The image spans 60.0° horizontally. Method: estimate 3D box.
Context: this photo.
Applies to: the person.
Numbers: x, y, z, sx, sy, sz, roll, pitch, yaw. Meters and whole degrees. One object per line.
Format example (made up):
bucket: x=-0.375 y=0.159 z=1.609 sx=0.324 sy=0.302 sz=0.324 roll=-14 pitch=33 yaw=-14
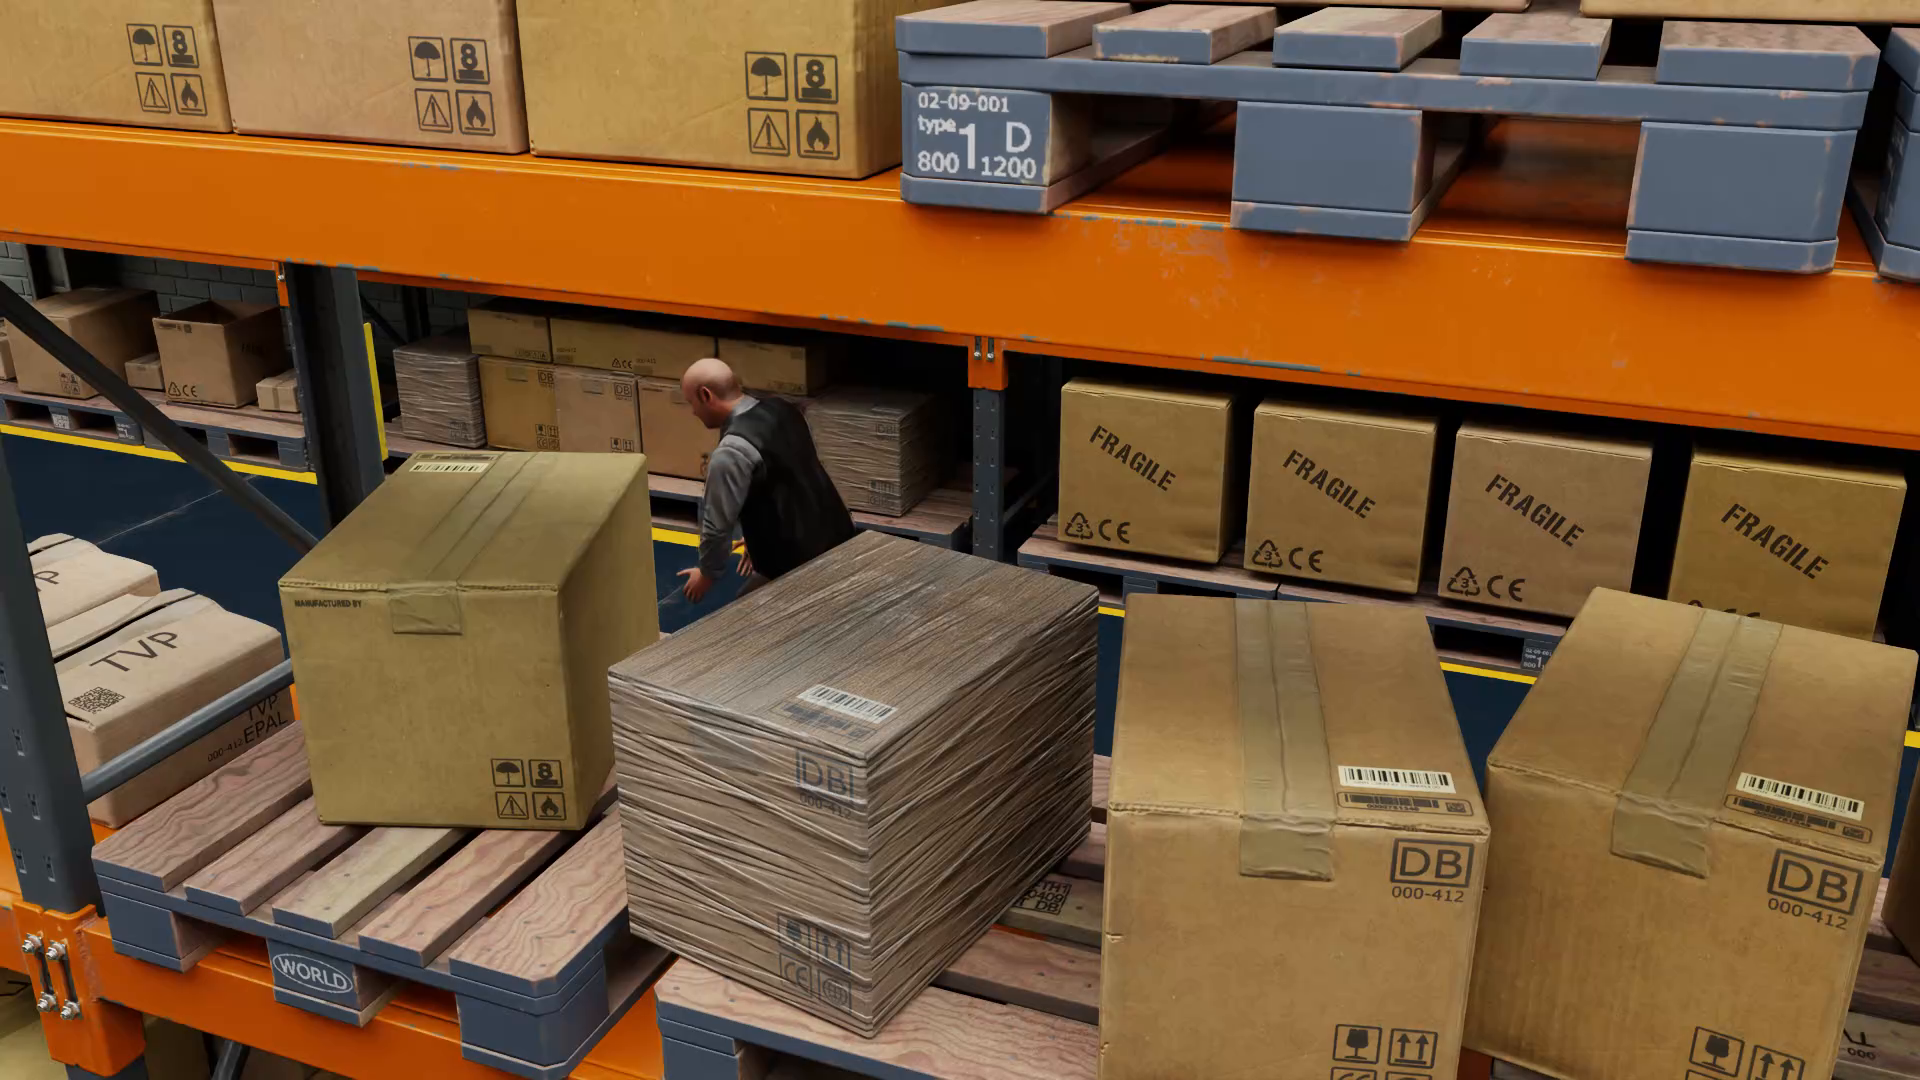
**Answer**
person: x=-0.710 y=0.092 z=6.161 sx=0.602 sy=1.533 sz=0.586 roll=9 pitch=24 yaw=21
